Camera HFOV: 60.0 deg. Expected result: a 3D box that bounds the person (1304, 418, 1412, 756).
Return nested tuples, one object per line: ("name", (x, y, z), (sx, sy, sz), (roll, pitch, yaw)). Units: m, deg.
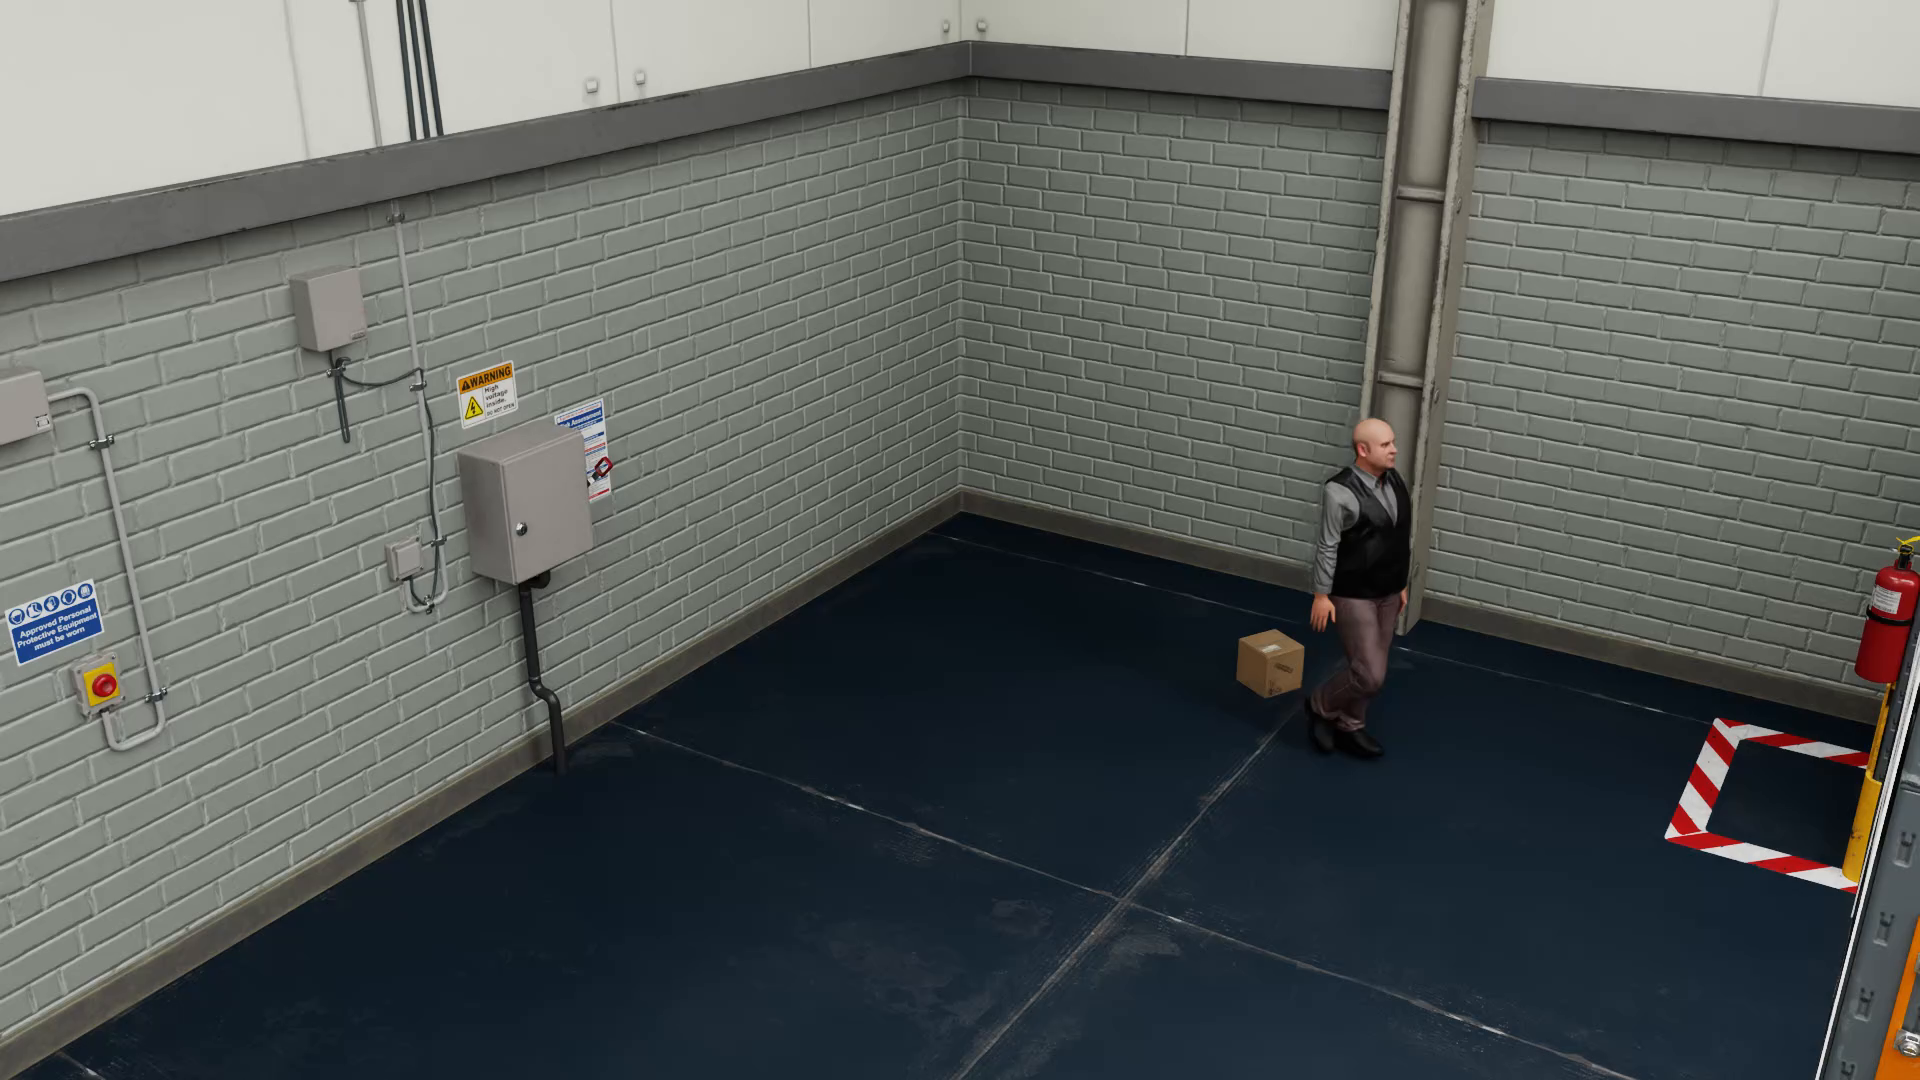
("person", (1.958, 0.260, 7.937), (0.570, 1.713, 0.447), (-17, 28, -34))
